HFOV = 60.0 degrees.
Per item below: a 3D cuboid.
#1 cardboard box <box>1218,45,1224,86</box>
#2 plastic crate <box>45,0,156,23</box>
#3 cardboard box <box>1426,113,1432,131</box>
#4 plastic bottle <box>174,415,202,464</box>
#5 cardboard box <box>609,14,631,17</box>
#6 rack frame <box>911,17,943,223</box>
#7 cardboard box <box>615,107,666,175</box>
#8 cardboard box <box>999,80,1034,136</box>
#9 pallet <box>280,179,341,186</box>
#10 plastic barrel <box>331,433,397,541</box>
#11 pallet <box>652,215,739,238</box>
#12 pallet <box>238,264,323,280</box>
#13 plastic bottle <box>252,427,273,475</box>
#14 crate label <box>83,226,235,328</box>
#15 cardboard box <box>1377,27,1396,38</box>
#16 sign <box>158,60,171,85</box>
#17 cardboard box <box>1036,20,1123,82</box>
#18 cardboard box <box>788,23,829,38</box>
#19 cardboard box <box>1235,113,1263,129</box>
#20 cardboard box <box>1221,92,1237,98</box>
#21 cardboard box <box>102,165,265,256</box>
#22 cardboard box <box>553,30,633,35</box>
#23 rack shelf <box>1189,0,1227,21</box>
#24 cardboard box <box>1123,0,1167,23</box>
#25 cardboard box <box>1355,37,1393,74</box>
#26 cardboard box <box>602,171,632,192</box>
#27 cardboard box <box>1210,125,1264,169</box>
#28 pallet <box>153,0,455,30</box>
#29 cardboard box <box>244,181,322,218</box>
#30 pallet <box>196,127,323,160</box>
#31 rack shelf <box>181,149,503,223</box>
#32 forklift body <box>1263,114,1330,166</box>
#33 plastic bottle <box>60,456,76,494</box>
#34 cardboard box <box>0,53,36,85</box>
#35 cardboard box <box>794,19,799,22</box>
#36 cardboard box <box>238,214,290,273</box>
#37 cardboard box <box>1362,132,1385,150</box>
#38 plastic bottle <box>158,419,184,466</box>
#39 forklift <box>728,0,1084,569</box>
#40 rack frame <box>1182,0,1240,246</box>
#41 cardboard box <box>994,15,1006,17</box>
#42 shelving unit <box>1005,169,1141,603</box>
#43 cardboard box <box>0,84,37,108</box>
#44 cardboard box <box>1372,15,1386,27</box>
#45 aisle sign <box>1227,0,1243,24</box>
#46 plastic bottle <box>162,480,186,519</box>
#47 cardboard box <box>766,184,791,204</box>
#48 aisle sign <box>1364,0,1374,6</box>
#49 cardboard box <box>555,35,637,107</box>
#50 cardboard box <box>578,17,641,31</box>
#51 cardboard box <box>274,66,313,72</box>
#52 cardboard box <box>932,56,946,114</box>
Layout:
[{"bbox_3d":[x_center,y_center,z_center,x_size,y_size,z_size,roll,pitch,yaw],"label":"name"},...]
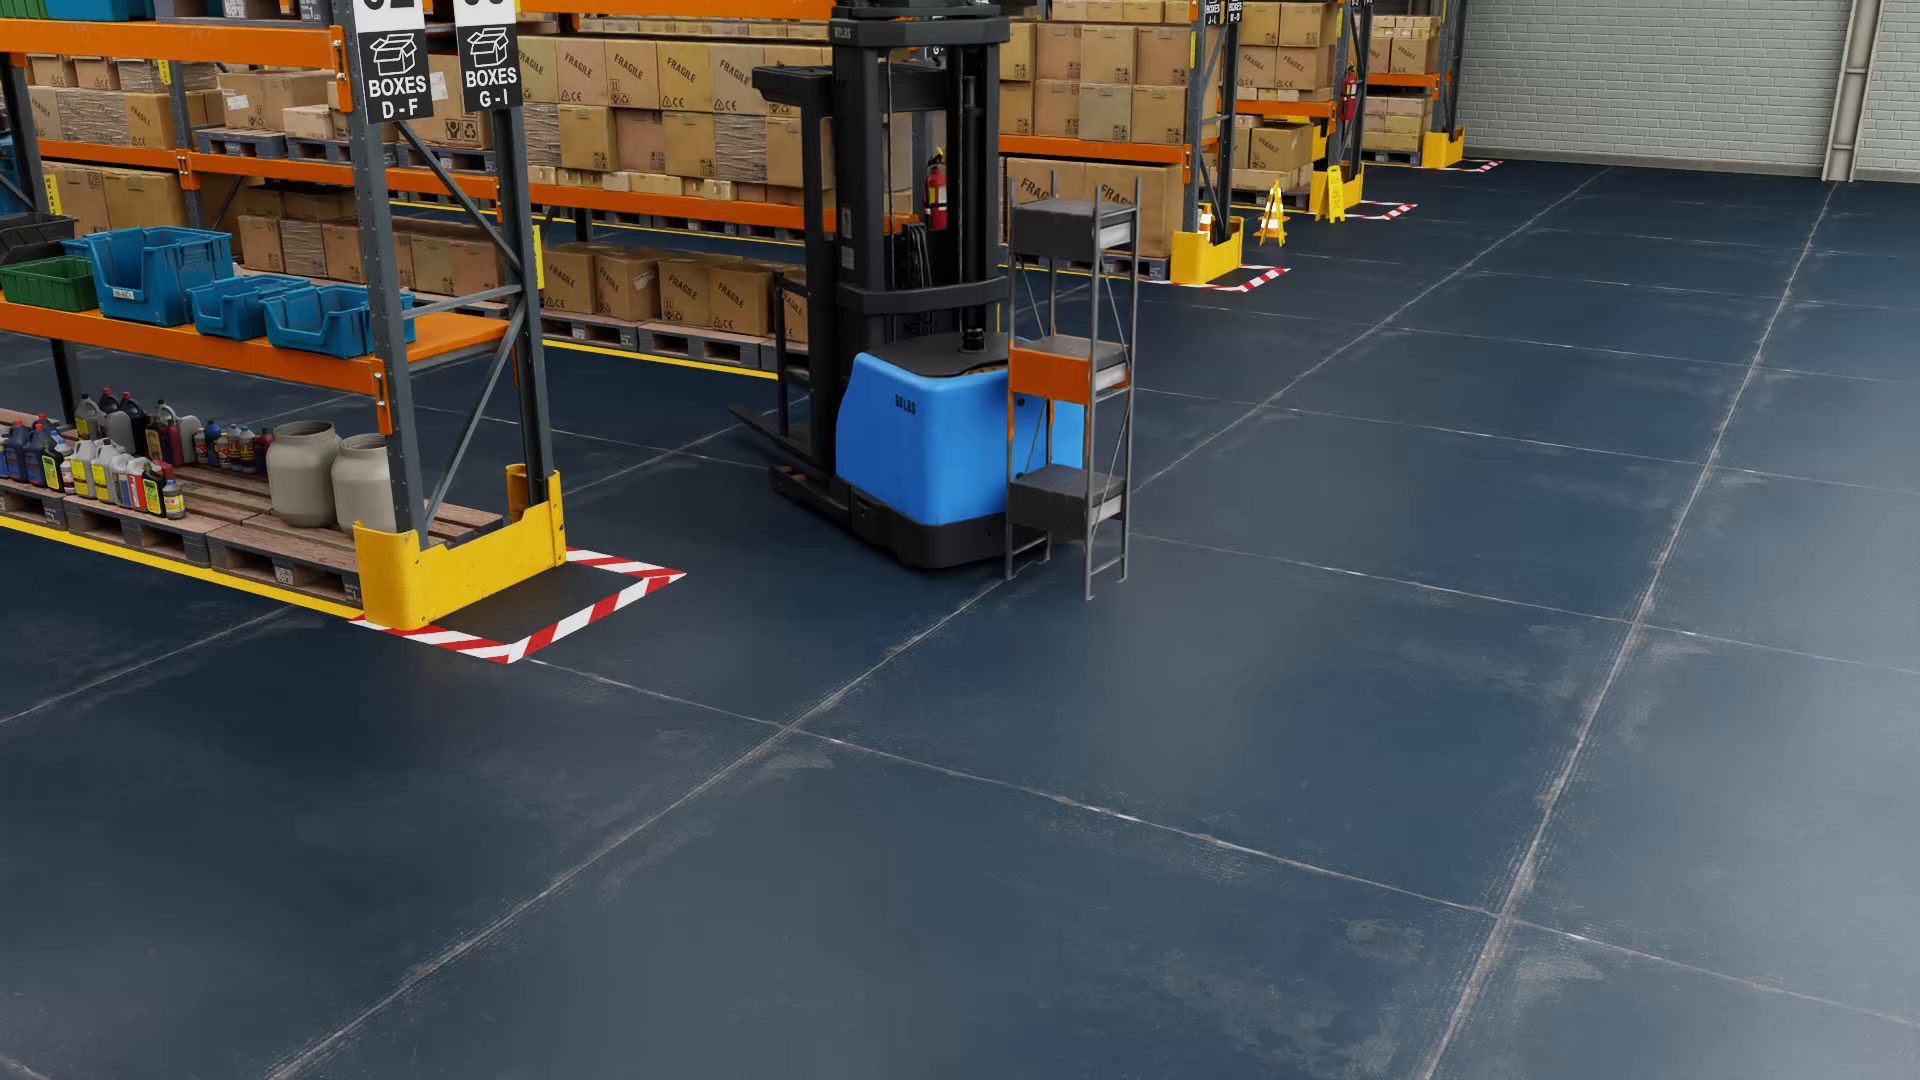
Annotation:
[{"bbox_3d":[3.307,-5.949,20.783,0.500,0.500,0.500,11,23,27],"label":"cardboard box"},{"bbox_3d":[-4.275,-2.790,8.283,0.575,0.384,0.392,11,23,27],"label":"plastic crate"},{"bbox_3d":[6.893,-6.343,25.136,0.500,0.250,0.500,11,23,28],"label":"cardboard box"},{"bbox_3d":[-4.664,-0.617,10.016,0.135,0.276,0.152,11,23,28],"label":"plastic bottle"},{"bbox_3d":[-4.990,-7.862,25.028,0.500,0.500,0.500,11,22,27],"label":"cardboard box"},{"bbox_3d":[-0.048,-2.635,12.230,0.127,3.000,1.000,11,23,27],"label":"rack frame"},{"bbox_3d":[-2.273,-3.247,13.334,0.500,0.500,0.875,11,23,27],"label":"cardboard box"},{"bbox_3d":[0.712,-4.505,17.164,0.500,0.550,0.875,11,23,27],"label":"cardboard box"},{"bbox_3d":[-8.621,-4.880,22.510,1.213,0.211,1.003,11,23,27],"label":"pallet"},{"bbox_3d":[-3.076,-0.275,8.756,0.421,0.512,0.421,0,20,0],"label":"plastic barrel"},{"bbox_3d":[-2.813,-3.757,19.414,1.213,0.211,1.003,11,23,27],"label":"pallet"},{"bbox_3d":[-6.351,-2.524,16.013,1.213,0.211,1.003,11,23,27],"label":"pallet"},{"bbox_3d":[-4.083,-0.527,9.759,0.133,0.283,0.061,11,23,28],"label":"plastic bottle"},{"bbox_3d":[-4.202,-1.402,8.781,0.616,0.435,0.502,11,23,27],"label":"crate label"},{"bbox_3d":[6.329,-7.484,24.501,0.250,0.149,0.380,11,23,28],"label":"cardboard box"},{"bbox_3d":[-7.300,-4.344,15.243,0.005,0.325,0.100,11,23,27],"label":"sign"},{"bbox_3d":[1.206,-4.943,16.791,0.550,0.550,0.875,11,23,27],"label":"cardboard box"},{"bbox_3d":[-1.469,-5.358,18.123,0.500,0.500,0.700,10,22,26],"label":"cardboard box"},{"bbox_3d":[3.605,-5.244,20.788,0.250,0.149,0.380,12,23,29],"label":"cardboard box"},{"bbox_3d":[3.471,-5.642,20.888,0.250,0.149,0.380,11,23,28],"label":"cardboard box"},{"bbox_3d":[-7.625,-3.285,16.521,0.875,0.875,1.225,10,22,25],"label":"cardboard box"},{"bbox_3d":[-3.013,-3.964,13.845,0.500,0.500,0.500,11,23,27],"label":"cardboard box"},{"bbox_3d":[0.713,-5.499,16.782,4.000,0.370,1.077,11,23,27],"label":"rack shelf"},{"bbox_3d":[2.431,-6.586,21.074,0.500,0.500,0.700,10,22,26],"label":"cardboard box"},{"bbox_3d":[6.196,-7.203,24.677,0.500,0.500,0.500,12,23,29],"label":"cardboard box"},{"bbox_3d":[-2.635,-2.885,13.288,0.250,0.149,0.380,11,23,27],"label":"cardboard box"},{"bbox_3d":[3.501,-4.984,21.022,0.500,0.500,0.500,12,23,29],"label":"cardboard box"},{"bbox_3d":[-3.138,-2.648,8.145,1.213,0.211,1.003,11,23,27],"label":"pallet"},{"bbox_3d":[-6.433,-3.247,15.838,0.500,0.250,0.500,12,23,29],"label":"cardboard box"},{"bbox_3d":[-6.358,-3.788,15.691,1.003,0.211,1.213,11,23,27],"label":"pallet"},{"bbox_3d":[-5.286,-3.294,15.103,4.000,0.370,1.077,11,23,27],"label":"rack shelf"},{"bbox_3d":[4.657,-6.436,23.955,1.214,2.155,2.313,11,23,27],"label":"forklift body"},{"bbox_3d":[-5.053,-0.374,9.455,0.097,0.201,0.097,0,20,0],"label":"plastic bottle"},{"bbox_3d":[-9.369,-4.928,16.933,0.637,0.503,0.797,11,23,28],"label":"cardboard box"},{"bbox_3d":[-2.511,-7.587,24.270,0.500,0.500,0.500,10,22,26],"label":"cardboard box"},{"bbox_3d":[-6.438,-2.891,15.958,0.500,0.500,0.700,10,22,24],"label":"cardboard box"},{"bbox_3d":[6.208,-6.038,25.027,0.500,0.250,0.500,11,23,27],"label":"cardboard box"},{"bbox_3d":[-4.715,-0.588,9.927,0.133,0.283,0.061,11,23,27],"label":"plastic bottle"},{"bbox_3d":[-0.501,-1.680,9.699,1.130,2.935,3.031,-11,23,-29],"label":"forklift"},{"bbox_3d":[2.459,-4.095,16.254,0.127,3.000,1.000,11,23,27],"label":"rack frame"},{"bbox_3d":[0.601,-8.752,27.995,0.250,0.149,0.380,12,23,29],"label":"cardboard box"},{"bbox_3d":[0.559,-0.771,8.411,0.503,2.100,0.431,14,24,34],"label":"shelving unit"},{"bbox_3d":[-9.369,-4.360,16.838,0.500,0.500,0.500,10,22,26],"label":"cardboard box"},{"bbox_3d":[6.134,-7.683,24.611,0.250,0.149,0.380,11,23,28],"label":"cardboard box"},{"bbox_3d":[2.667,-5.394,16.024,0.004,0.787,0.394,11,23,27],"label":"aisle sign"},{"bbox_3d":[-4.281,-0.226,9.049,0.097,0.201,0.097,0,20,0],"label":"plastic bottle"},{"bbox_3d":[-1.268,-2.671,12.697,0.250,0.149,0.380,11,23,27],"label":"cardboard box"},{"bbox_3d":[4.990,-6.889,20.145,0.004,0.787,0.394,11,23,27],"label":"aisle sign"},{"bbox_3d":[-2.834,-3.724,13.182,0.500,0.500,0.500,11,23,27],"label":"cardboard box"},{"bbox_3d":[-4.138,-5.864,19.520,0.500,0.500,0.700,11,23,27],"label":"cardboard box"},{"bbox_3d":[-8.577,-6.273,21.677,0.500,0.500,0.500,11,23,27],"label":"cardboard box"},{"bbox_3d":[-0.395,-3.464,12.467,0.500,0.500,0.500,11,23,27],"label":"cardboard box"}]
